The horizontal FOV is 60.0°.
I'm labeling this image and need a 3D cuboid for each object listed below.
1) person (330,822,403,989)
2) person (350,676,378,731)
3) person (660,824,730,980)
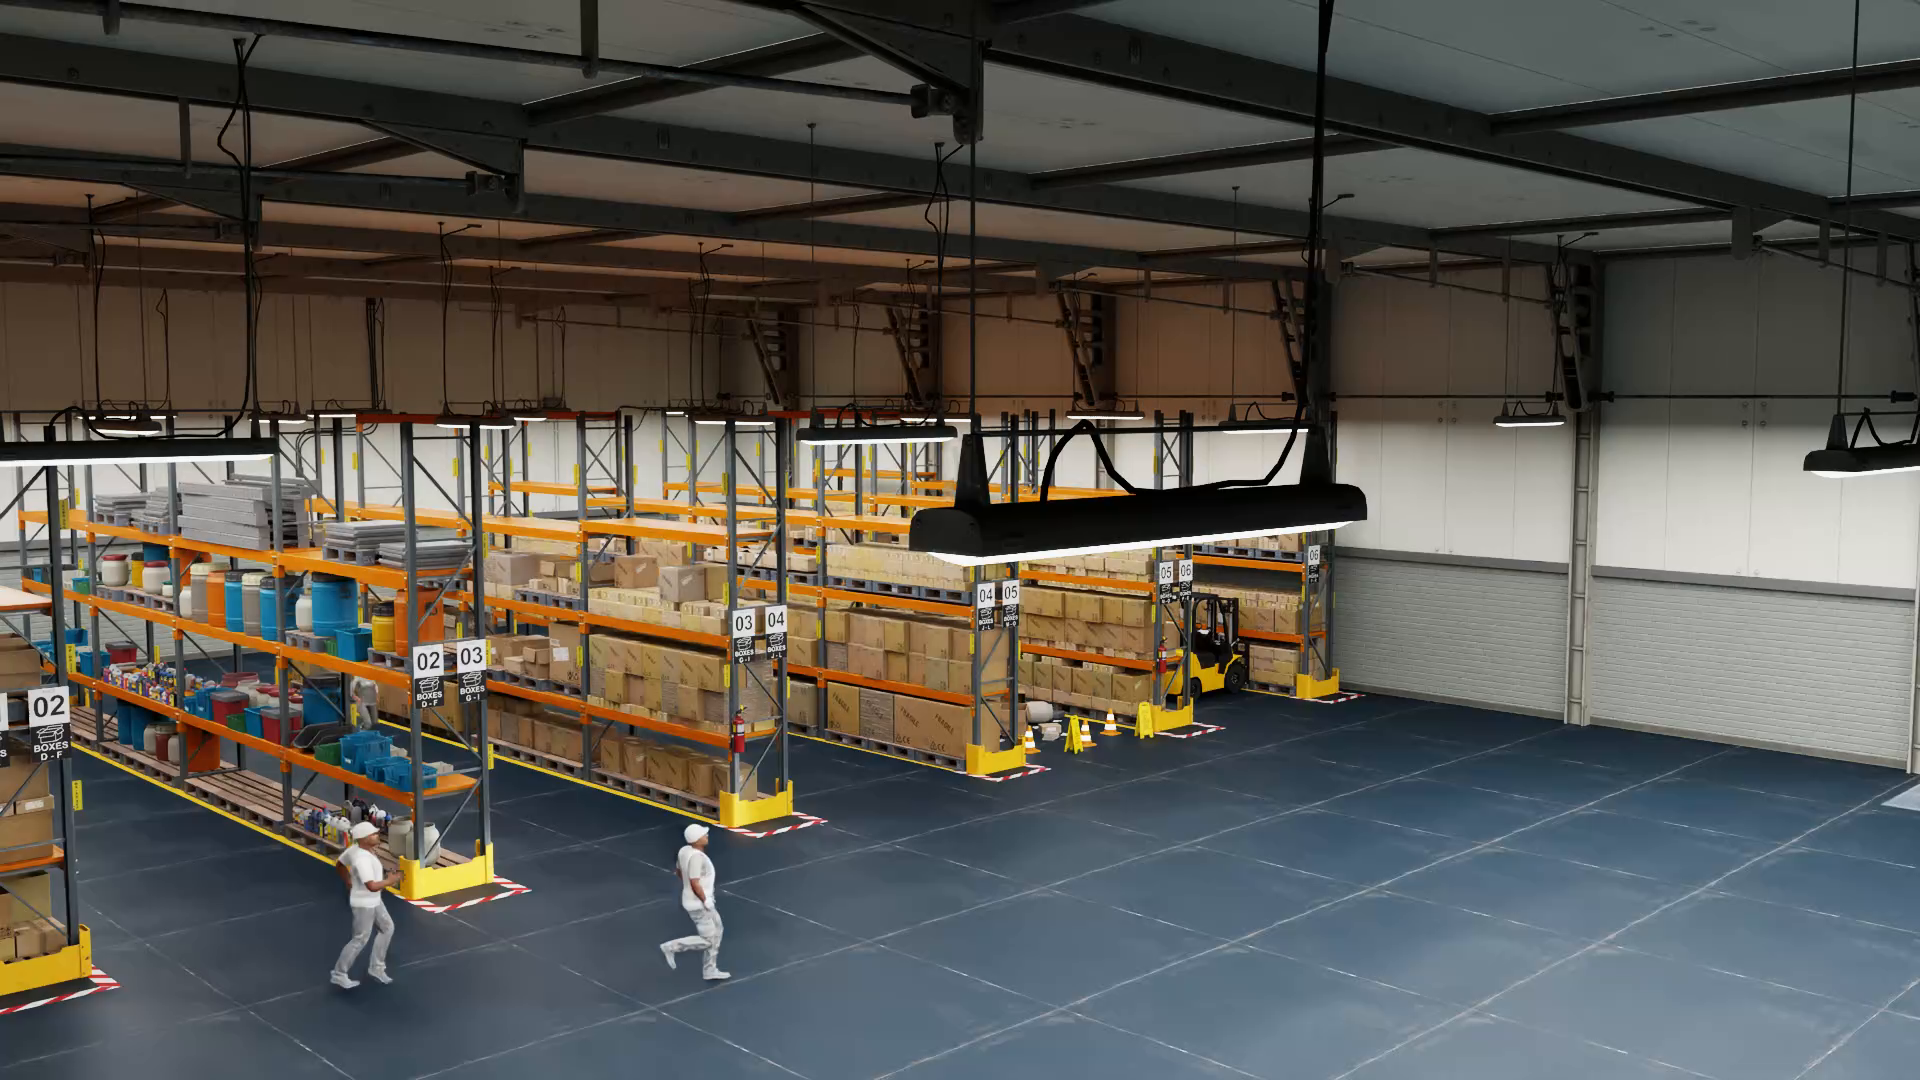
[{"bbox_3d":[-6.330,3.914,17.734,0.769,1.838,0.701,-2,5,-18],"label":"person"},{"bbox_3d":[-10.709,2.966,29.905,0.615,1.539,0.539,5,7,45],"label":"person"},{"bbox_3d":[-2.870,3.922,17.939,0.769,1.741,0.683,-2,5,-18],"label":"person"}]
